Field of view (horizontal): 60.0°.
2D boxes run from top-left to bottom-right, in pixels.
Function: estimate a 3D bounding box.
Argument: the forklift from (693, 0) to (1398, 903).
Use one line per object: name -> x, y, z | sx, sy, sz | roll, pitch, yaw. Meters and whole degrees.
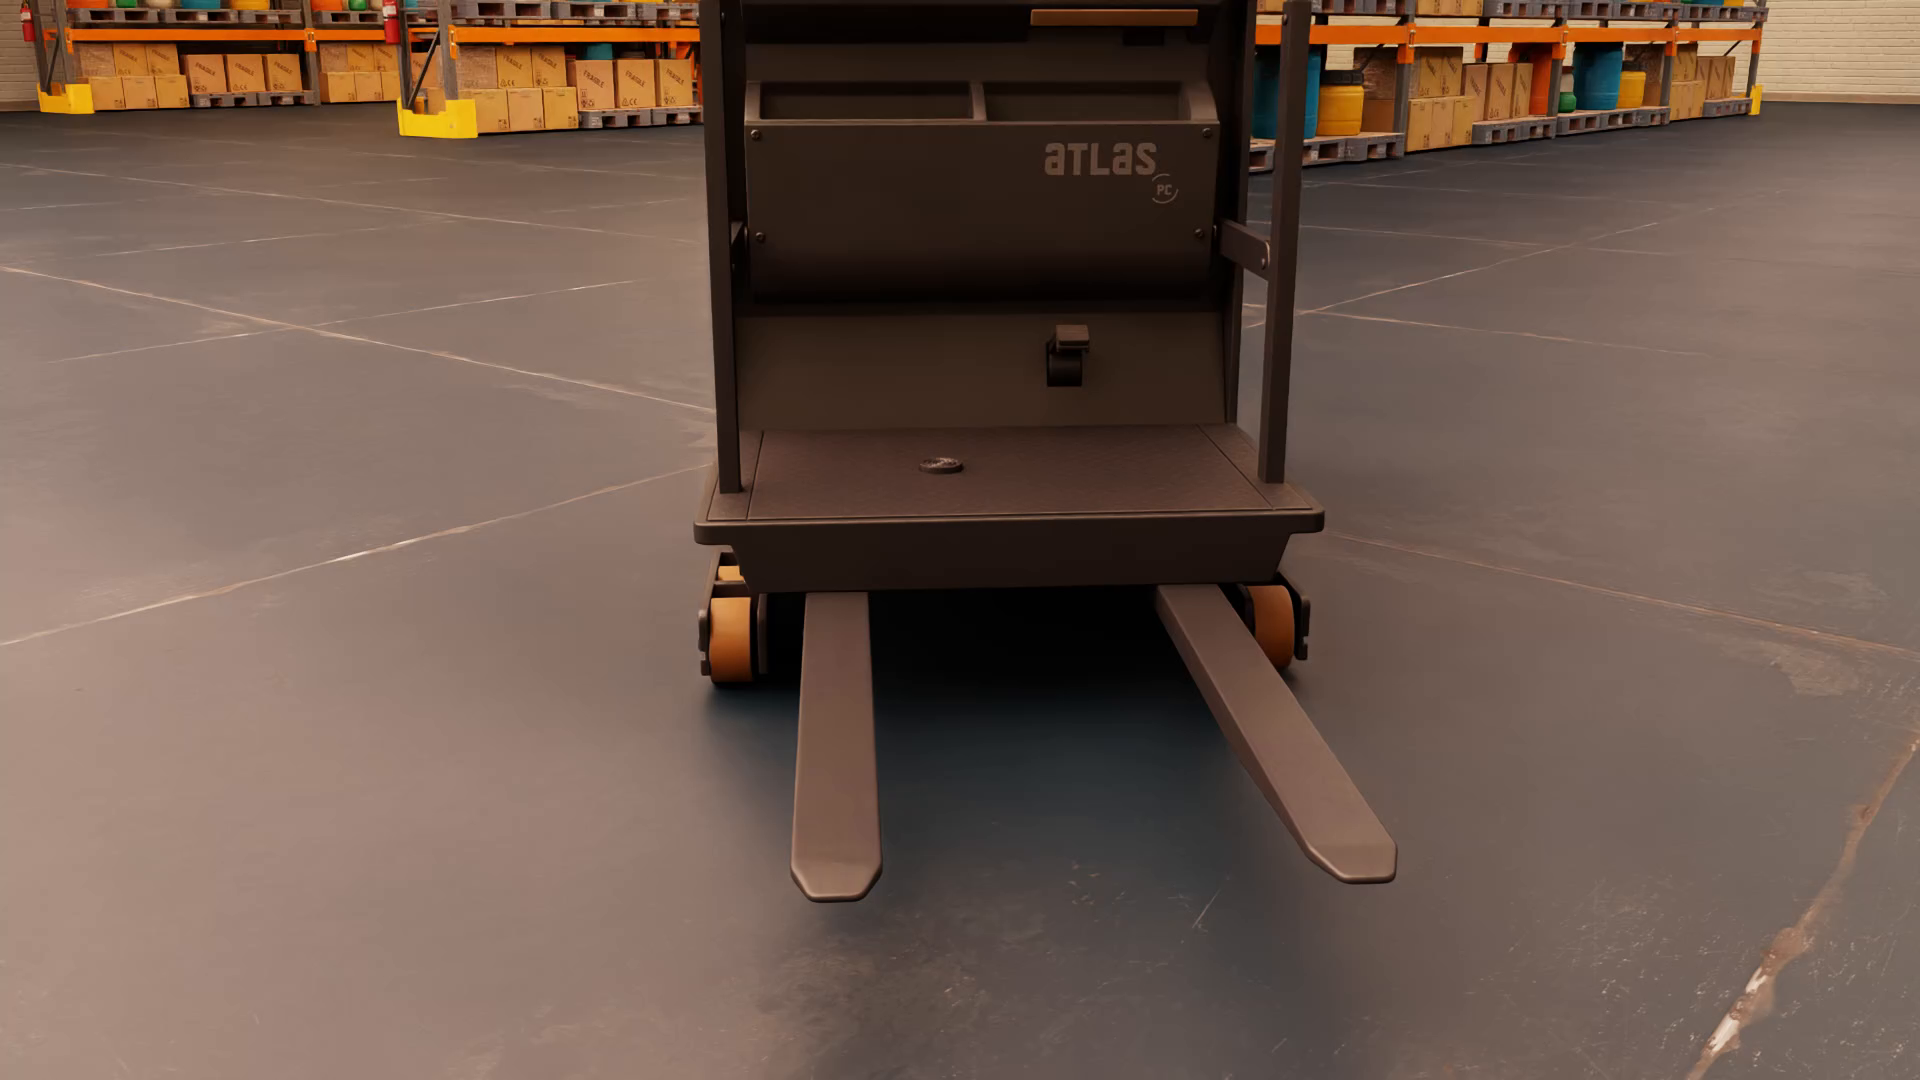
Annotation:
forklift -> 0.060, -1.234, 2.963 | 1.130, 2.935, 3.031 | -1, 17, -4
